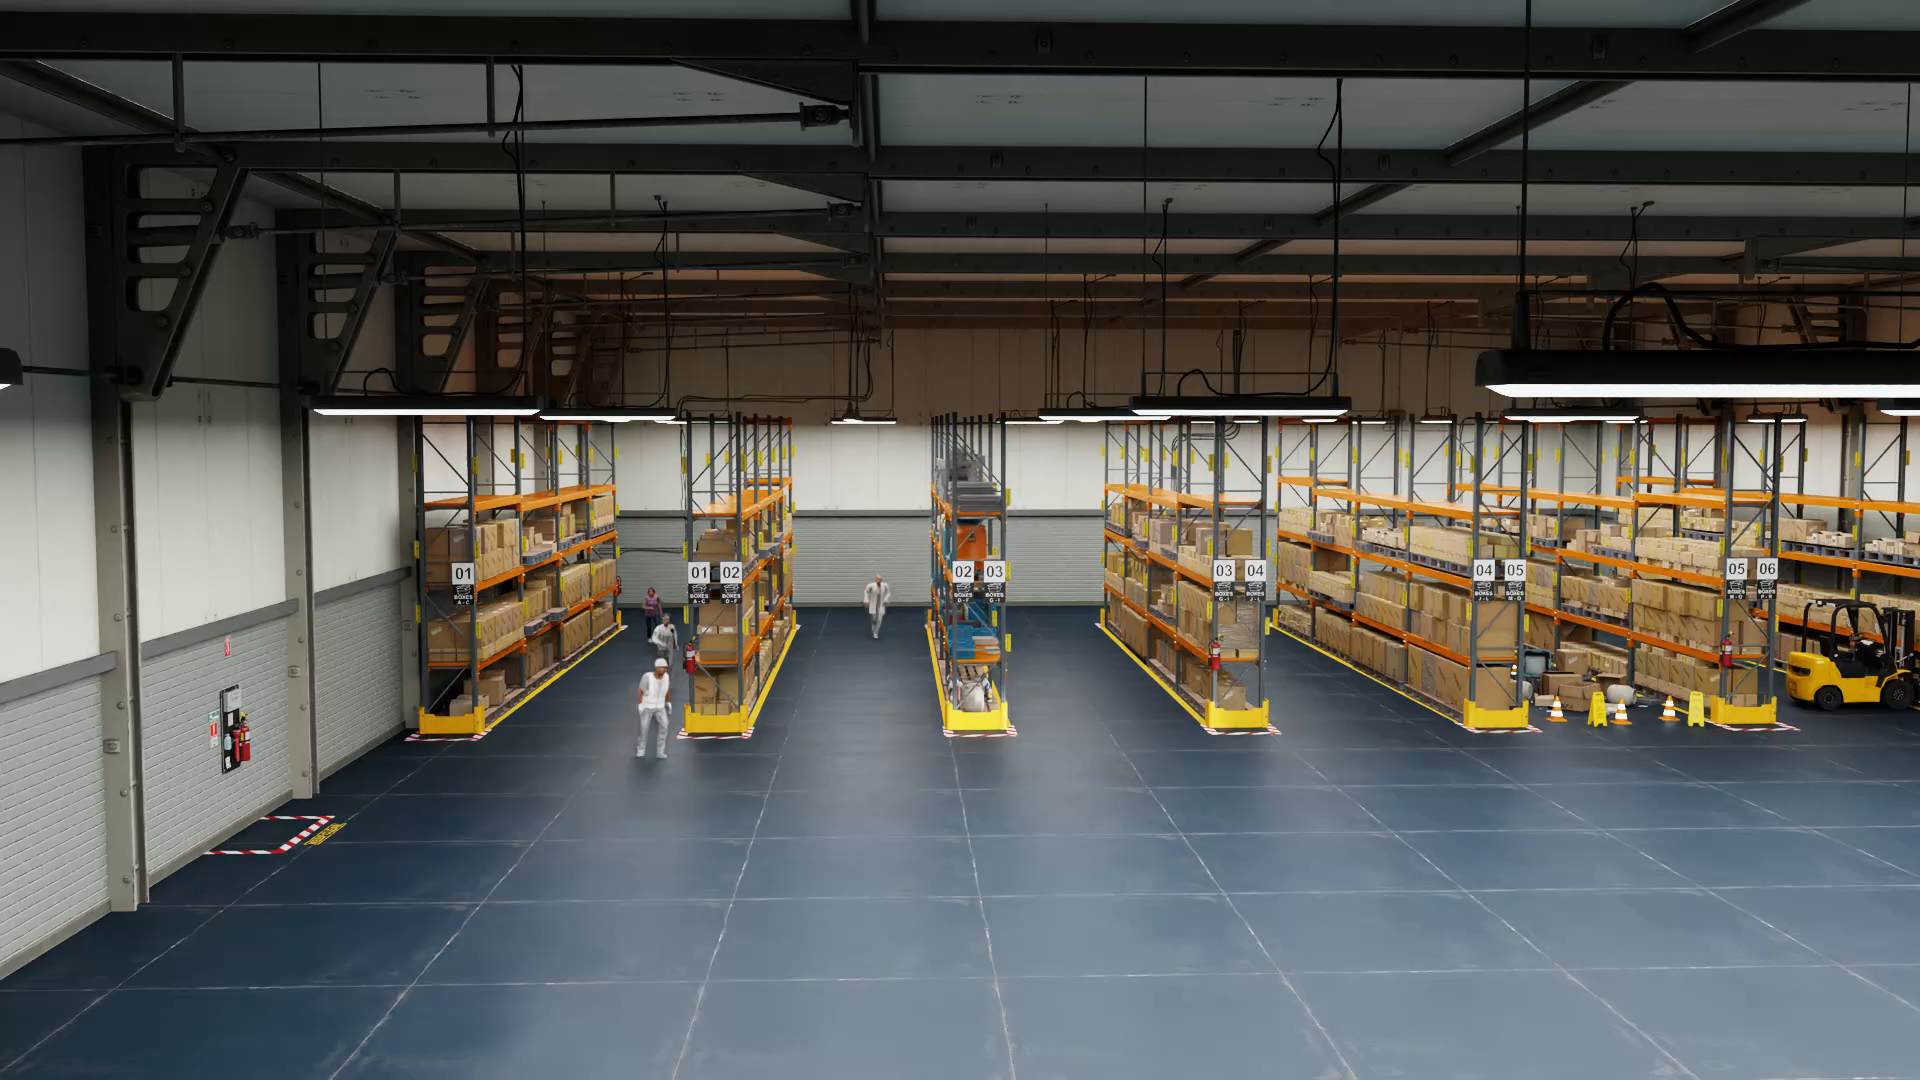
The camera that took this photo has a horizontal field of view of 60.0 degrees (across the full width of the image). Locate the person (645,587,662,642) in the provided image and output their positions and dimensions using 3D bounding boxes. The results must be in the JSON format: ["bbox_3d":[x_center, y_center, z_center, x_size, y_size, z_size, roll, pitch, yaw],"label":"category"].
[{"bbox_3d":[-8.091,1.979,43.806,0.522,1.495,0.868,-1,4,-18],"label":"person"}]

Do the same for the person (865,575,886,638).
[{"bbox_3d":[-2.259,1.791,45.313,0.669,1.712,0.710,-1,4,-15],"label":"person"}]

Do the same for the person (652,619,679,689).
[{"bbox_3d":[-6.494,2.428,36.578,0.589,1.626,0.868,-1,4,-18],"label":"person"}]

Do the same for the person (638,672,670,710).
[{"bbox_3d":[-5.278,2.590,28.730,0.593,0.650,0.417,-3,5,-36],"label":"person"}]
